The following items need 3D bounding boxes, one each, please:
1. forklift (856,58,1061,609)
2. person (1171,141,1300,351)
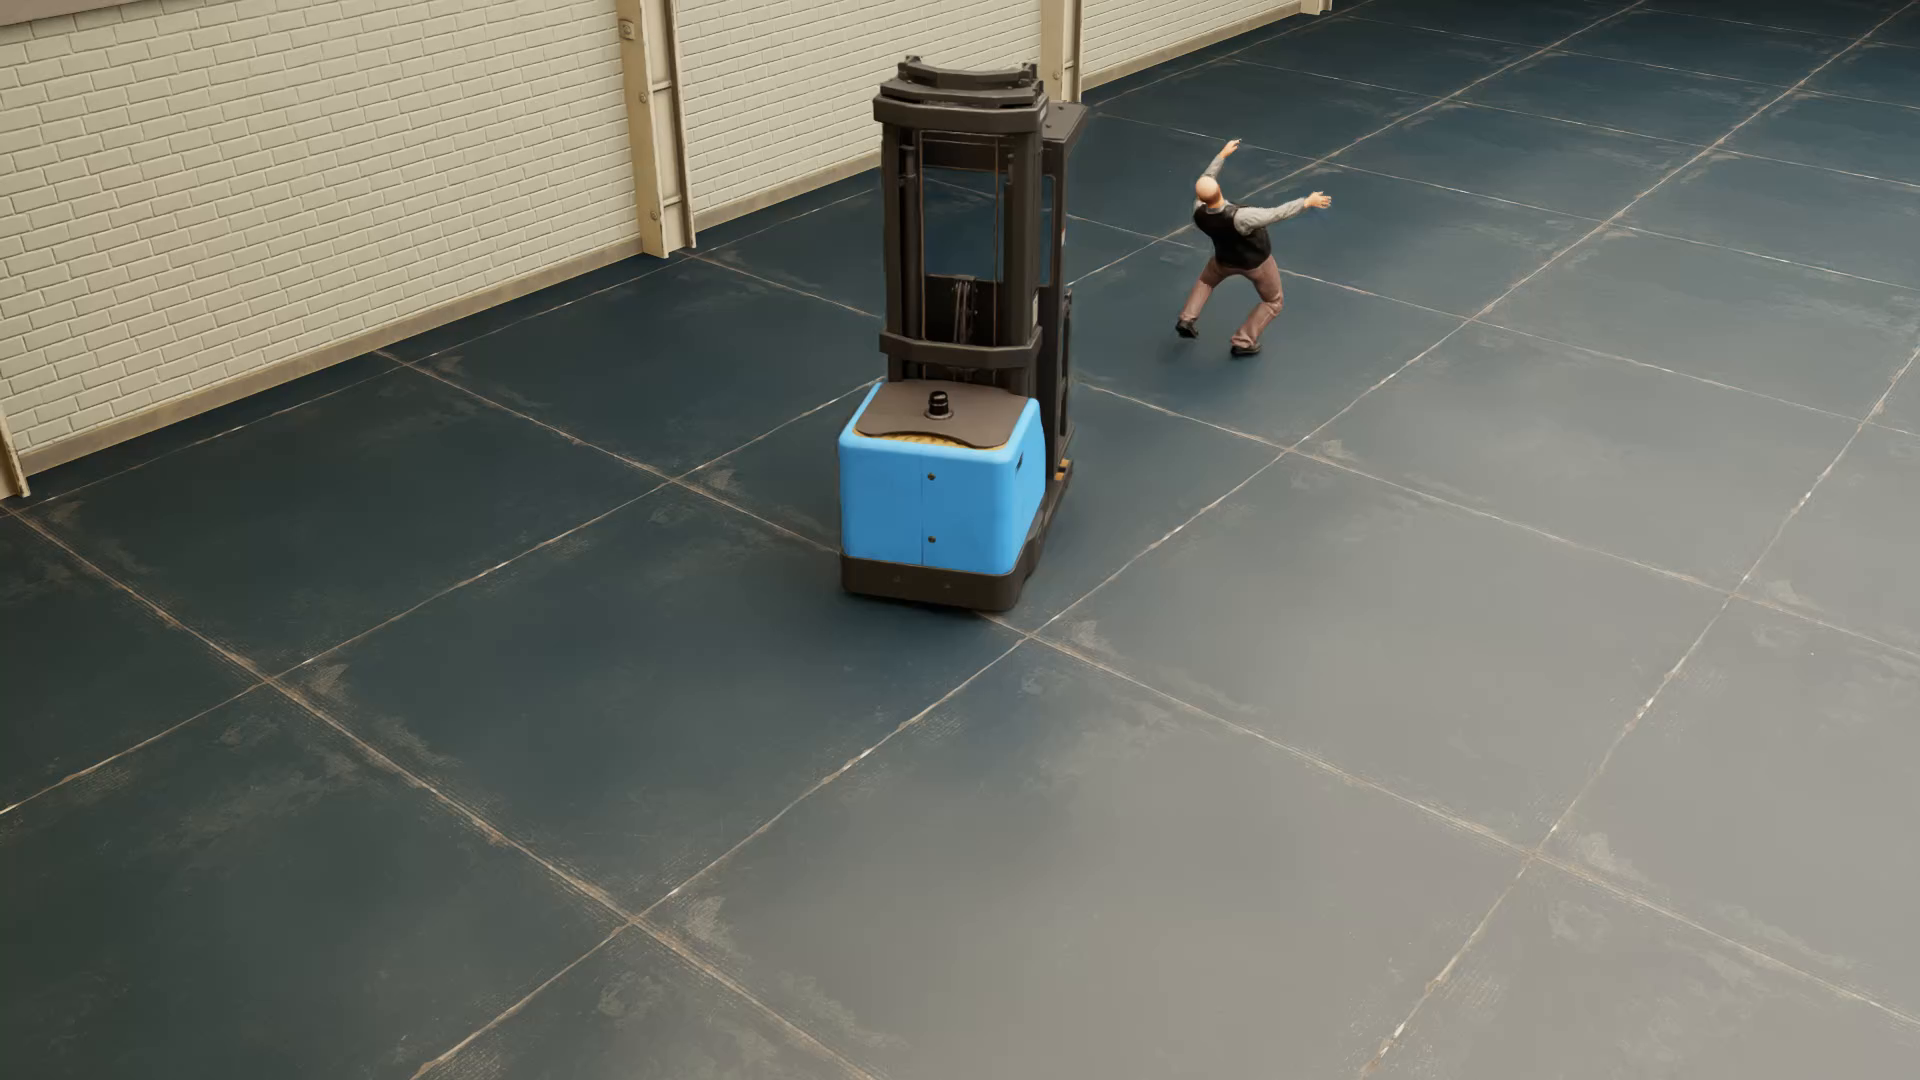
[{"bbox_3d":[0.039,-1.579,10.297,1.130,2.935,3.031,2,30,4],"label":"forklift"},{"bbox_3d":[2.117,-2.306,12.877,1.051,1.633,0.808,23,37,34],"label":"person"}]
